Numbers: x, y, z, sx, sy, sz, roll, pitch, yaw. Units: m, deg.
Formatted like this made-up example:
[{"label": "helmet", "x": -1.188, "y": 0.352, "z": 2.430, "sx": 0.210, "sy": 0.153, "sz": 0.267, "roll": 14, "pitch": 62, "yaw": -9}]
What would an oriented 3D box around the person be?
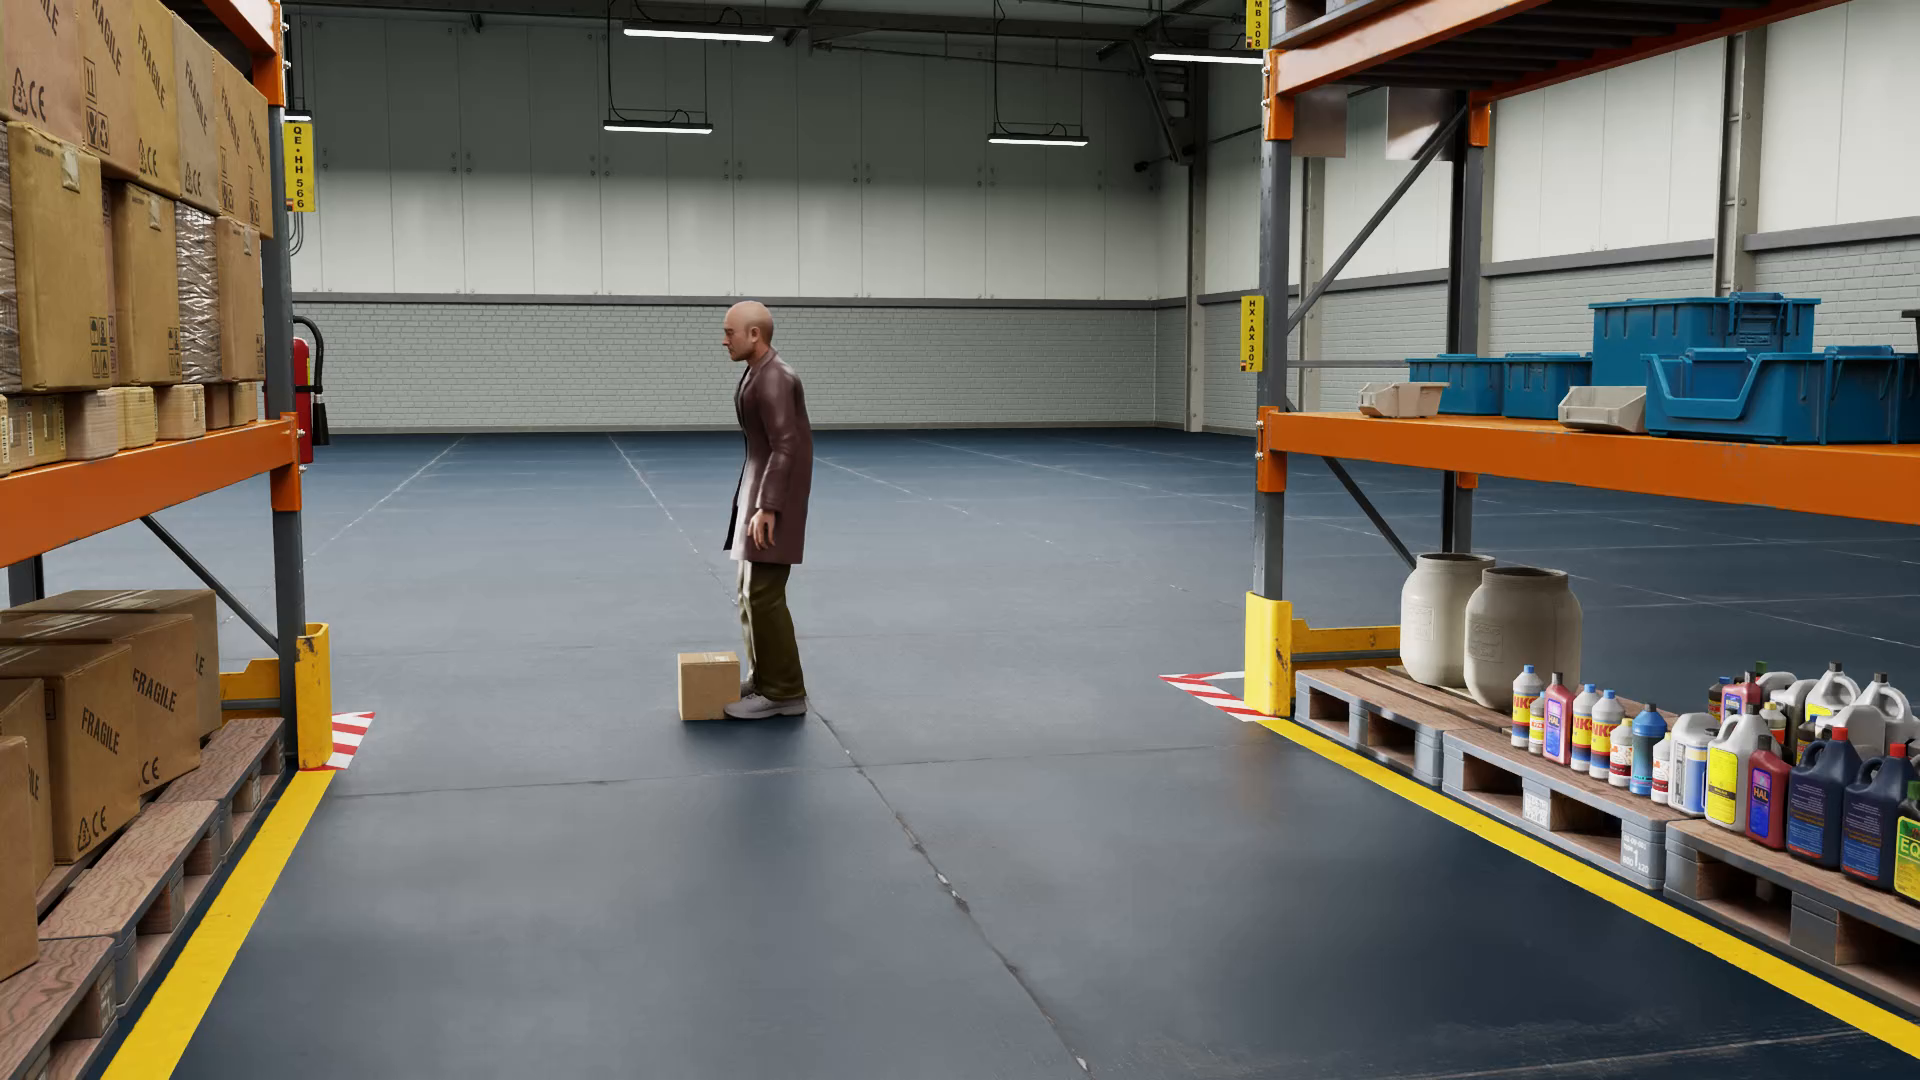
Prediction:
[{"label": "person", "x": -0.847, "y": -0.136, "z": 7.176, "sx": 0.419, "sy": 1.774, "sz": 0.646, "roll": -2, "pitch": 6, "yaw": -14}]
